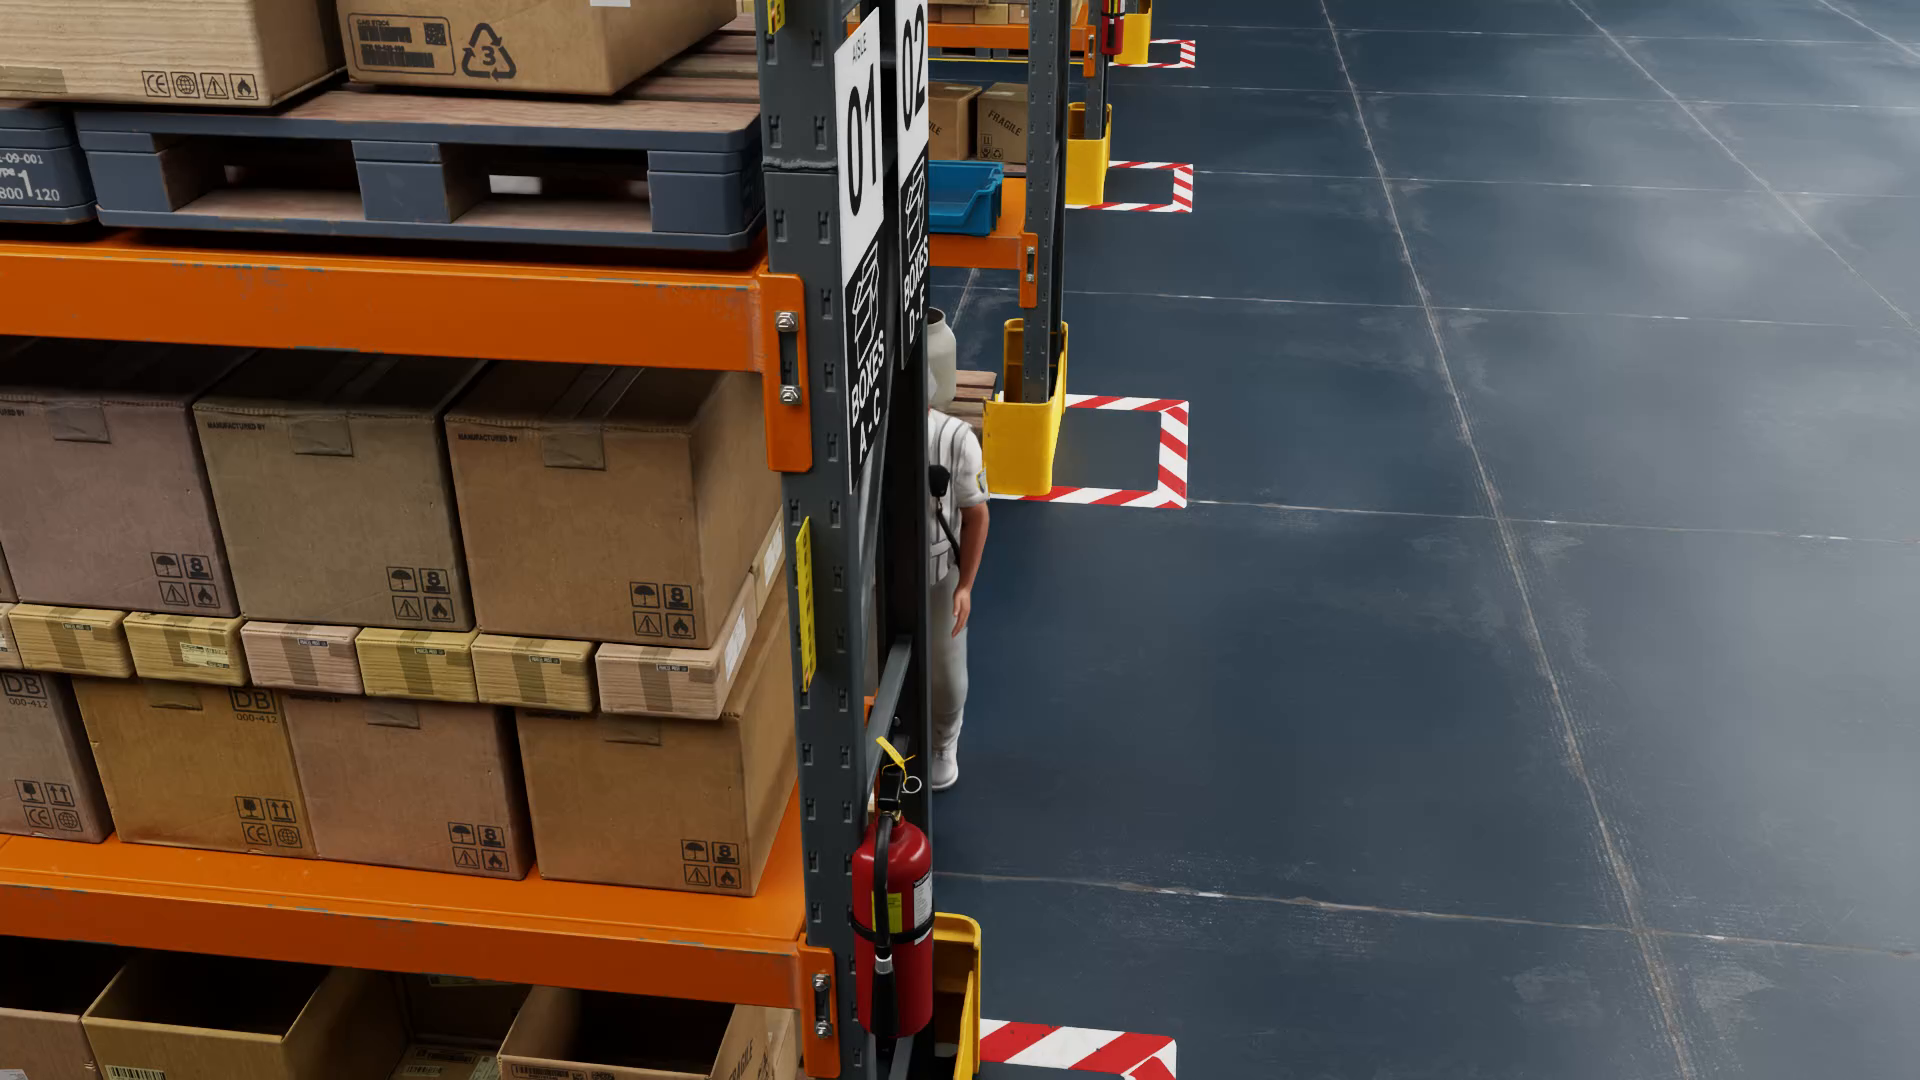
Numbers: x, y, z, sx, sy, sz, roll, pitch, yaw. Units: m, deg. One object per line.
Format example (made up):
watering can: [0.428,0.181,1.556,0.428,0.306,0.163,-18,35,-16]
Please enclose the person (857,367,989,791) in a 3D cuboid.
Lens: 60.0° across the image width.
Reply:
person: [-0.177,0.131,5.963,0.564,1.678,0.539,4,28,8]
